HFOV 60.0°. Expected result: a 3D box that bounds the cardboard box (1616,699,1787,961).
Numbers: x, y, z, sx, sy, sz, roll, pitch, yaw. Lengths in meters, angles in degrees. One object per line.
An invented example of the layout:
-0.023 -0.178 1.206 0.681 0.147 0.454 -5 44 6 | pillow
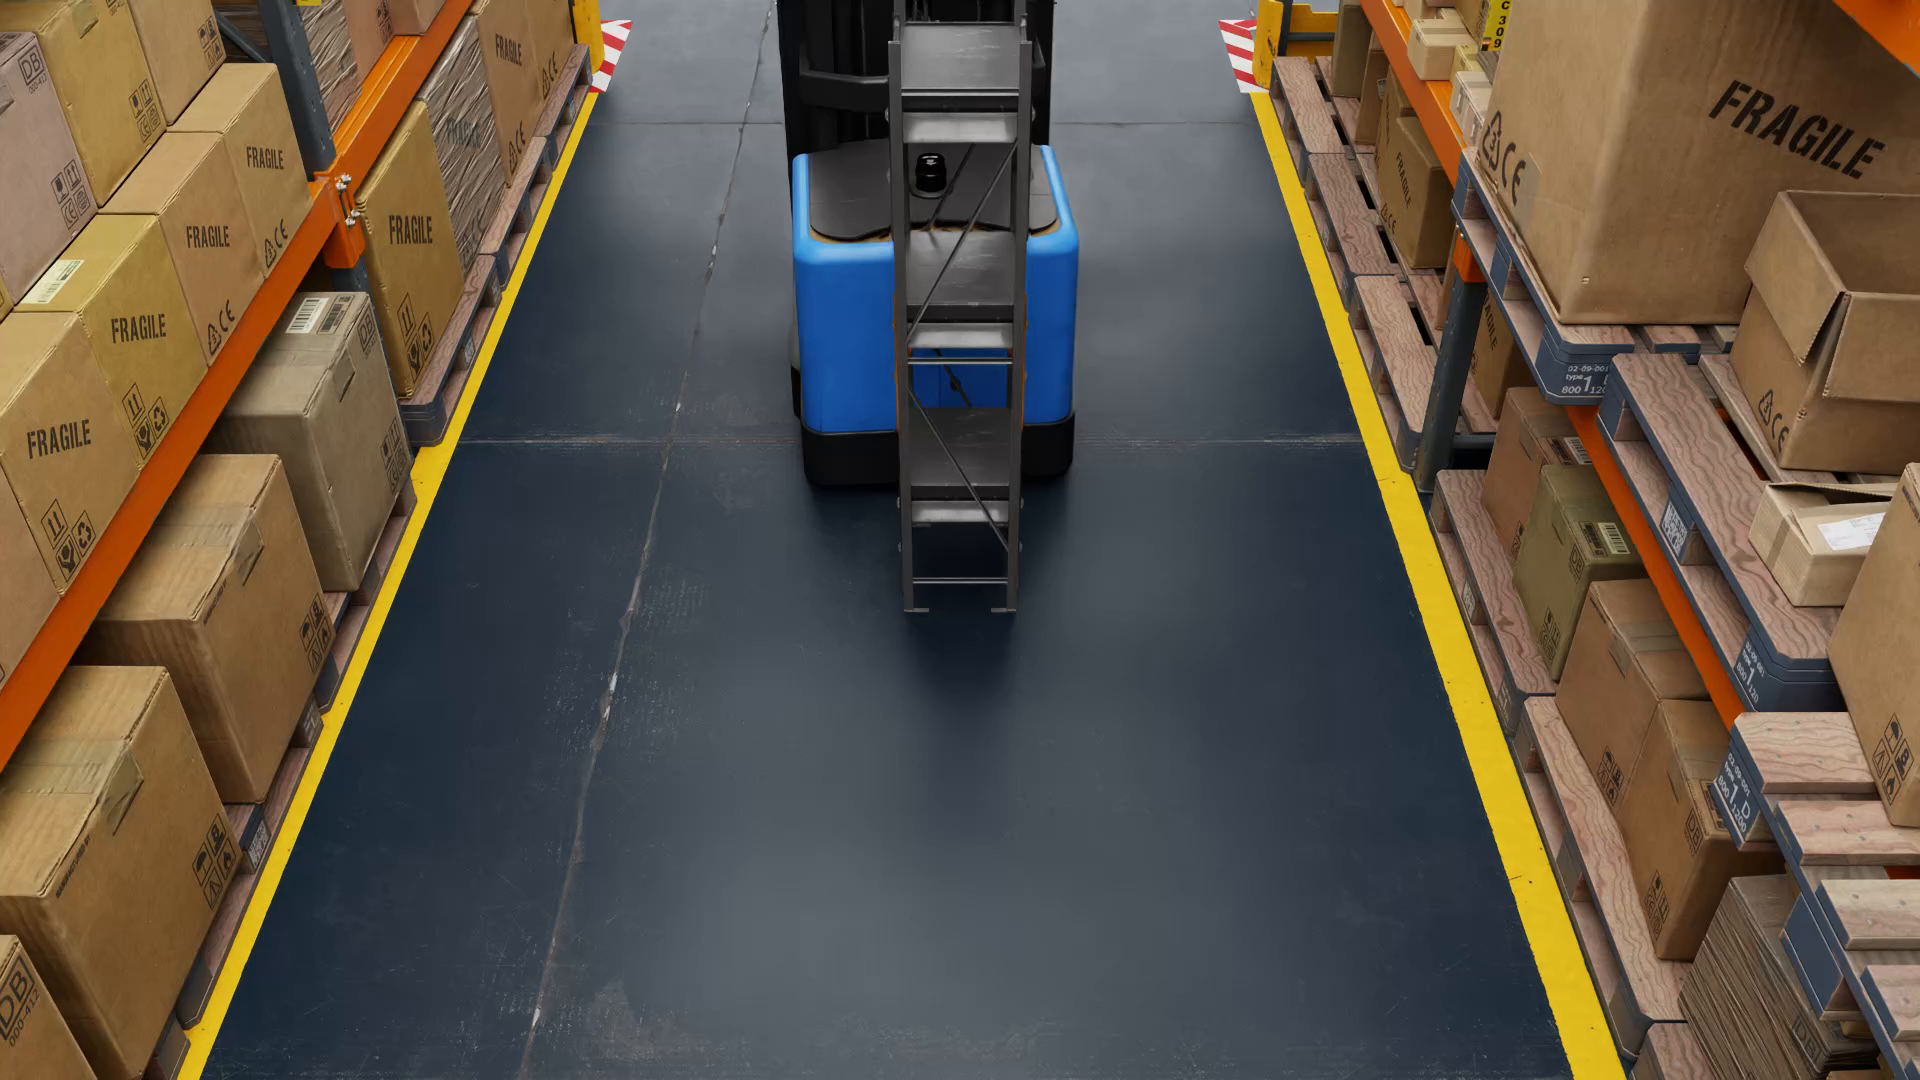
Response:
2.247 0.800 4.500 0.700 0.500 0.500 3 39 4 | cardboard box

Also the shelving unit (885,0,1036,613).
0.000 -0.716 5.464 0.431 2.100 0.503 0 39 0 | shelving unit

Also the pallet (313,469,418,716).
-2.600 0.126 5.924 1.003 0.211 1.213 0 39 0 | pallet

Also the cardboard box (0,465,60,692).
-2.405 0.104 3.642 0.500 0.500 0.500 0 39 0 | cardboard box

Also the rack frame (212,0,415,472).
-2.676 -1.444 5.654 1.000 3.000 0.127 0 39 0 | rack frame

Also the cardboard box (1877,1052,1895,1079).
2.258 1.209 3.390 0.500 0.250 0.500 1 39 2 | cardboard box

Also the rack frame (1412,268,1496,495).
2.284 -1.385 5.579 1.000 3.000 0.127 0 39 0 | rack frame

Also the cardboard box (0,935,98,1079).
-2.582 1.390 3.580 1.050 0.750 0.750 -1 39 -1 | cardboard box

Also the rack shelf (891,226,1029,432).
0.000 -0.705 5.473 0.431 0.518 0.480 0 39 0 | rack shelf

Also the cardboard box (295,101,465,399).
-2.607 -1.172 6.678 0.875 0.875 0.875 1 39 1 | cardboard box

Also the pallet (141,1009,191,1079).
-2.597 1.652 4.020 1.003 0.211 1.213 0 39 0 | pallet

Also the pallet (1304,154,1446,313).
2.244 -1.481 7.930 1.003 0.211 1.213 0 39 0 | pallet

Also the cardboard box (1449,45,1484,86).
2.059 -1.734 6.216 0.380 0.149 0.250 0 39 0 | cardboard box

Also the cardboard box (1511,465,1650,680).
2.245 0.101 5.372 0.700 0.500 0.500 0 39 0 | cardboard box

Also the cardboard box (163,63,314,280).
-2.408 -1.157 5.215 0.500 0.500 0.500 0 39 0 | cardboard box

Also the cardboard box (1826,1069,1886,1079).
2.268 1.501 3.625 0.700 0.500 0.500 -2 39 -2 | cardboard box

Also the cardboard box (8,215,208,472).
-2.407 -0.525 4.427 0.500 0.500 0.500 0 39 0 | cardboard box

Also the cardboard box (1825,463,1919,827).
2.148 0.227 3.152 0.700 0.500 0.500 5 39 7 | cardboard box

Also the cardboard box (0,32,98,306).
-2.666 -0.925 4.127 0.700 0.500 0.500 0 39 0 | cardboard box

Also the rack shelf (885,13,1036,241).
0.000 -1.251 5.035 0.431 0.518 0.480 0 39 0 | rack shelf

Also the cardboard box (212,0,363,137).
-2.688 -1.734 5.895 0.875 0.550 0.550 0 39 0 | cardboard box

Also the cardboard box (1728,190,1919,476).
2.379 -0.505 4.063 0.797 0.503 0.637 4 39 5 | cardboard box

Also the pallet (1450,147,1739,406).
2.140 -0.832 5.043 1.003 0.211 1.213 0 39 0 | pallet

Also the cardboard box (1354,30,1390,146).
2.299 -2.310 8.397 0.500 0.500 0.500 10 40 12 | cardboard box

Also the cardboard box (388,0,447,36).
-2.594 -2.415 6.745 0.875 0.550 0.550 0 39 0 | cardboard box

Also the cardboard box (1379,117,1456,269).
2.236 -1.570 7.473 0.500 0.500 0.500 -3 39 -4 | cardboard box

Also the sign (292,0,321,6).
-2.133 -1.872 5.324 0.100 0.325 0.005 0 39 0 | sign

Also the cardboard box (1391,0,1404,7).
2.003 -2.359 6.996 0.380 0.149 0.250 0 39 0 | cardboard box

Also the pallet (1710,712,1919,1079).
2.182 0.746 3.074 1.213 0.211 1.003 0 39 0 | pallet

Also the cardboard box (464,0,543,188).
-2.610 -2.306 8.092 0.875 0.875 0.875 -1 39 -1 | cardboard box

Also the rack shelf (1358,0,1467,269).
2.282 -2.355 7.365 1.077 0.370 4.000 0 39 0 | rack shelf

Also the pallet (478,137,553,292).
-2.603 -1.597 8.074 1.003 0.211 1.213 0 39 0 | pallet

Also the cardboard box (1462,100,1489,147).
1.990 -1.421 5.825 0.380 0.149 0.250 0 39 0 | cardboard box

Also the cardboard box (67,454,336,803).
-2.588 0.261 4.989 1.050 0.750 0.750 0 39 0 | cardboard box

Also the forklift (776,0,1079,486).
-0.196 -2.261 6.728 1.130 2.935 3.031 -3 39 -4 | forklift

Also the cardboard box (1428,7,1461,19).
2.079 -2.046 6.606 0.380 0.149 0.250 0 39 0 | cardboard box

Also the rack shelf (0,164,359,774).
-2.673 0.087 4.318 1.077 0.370 4.000 0 39 0 | rack shelf

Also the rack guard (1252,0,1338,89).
2.280 -2.863 9.423 1.175 0.500 0.348 0 39 0 | rack guard

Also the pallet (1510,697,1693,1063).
2.291 0.955 4.889 1.003 0.211 1.213 0 39 0 | pallet

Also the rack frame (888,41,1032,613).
0.000 -0.563 5.274 0.400 2.100 0.015 0 39 0 | rack frame

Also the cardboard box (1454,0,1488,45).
2.380 -2.134 6.196 0.875 0.500 0.500 0 39 0 | cardboard box

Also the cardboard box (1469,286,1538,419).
2.324 -0.823 6.542 0.500 0.500 0.500 -1 39 -1 | cardboard box

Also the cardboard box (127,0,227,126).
-2.669 -1.563 4.922 0.700 0.500 0.500 -1 39 -1 | cardboard box
